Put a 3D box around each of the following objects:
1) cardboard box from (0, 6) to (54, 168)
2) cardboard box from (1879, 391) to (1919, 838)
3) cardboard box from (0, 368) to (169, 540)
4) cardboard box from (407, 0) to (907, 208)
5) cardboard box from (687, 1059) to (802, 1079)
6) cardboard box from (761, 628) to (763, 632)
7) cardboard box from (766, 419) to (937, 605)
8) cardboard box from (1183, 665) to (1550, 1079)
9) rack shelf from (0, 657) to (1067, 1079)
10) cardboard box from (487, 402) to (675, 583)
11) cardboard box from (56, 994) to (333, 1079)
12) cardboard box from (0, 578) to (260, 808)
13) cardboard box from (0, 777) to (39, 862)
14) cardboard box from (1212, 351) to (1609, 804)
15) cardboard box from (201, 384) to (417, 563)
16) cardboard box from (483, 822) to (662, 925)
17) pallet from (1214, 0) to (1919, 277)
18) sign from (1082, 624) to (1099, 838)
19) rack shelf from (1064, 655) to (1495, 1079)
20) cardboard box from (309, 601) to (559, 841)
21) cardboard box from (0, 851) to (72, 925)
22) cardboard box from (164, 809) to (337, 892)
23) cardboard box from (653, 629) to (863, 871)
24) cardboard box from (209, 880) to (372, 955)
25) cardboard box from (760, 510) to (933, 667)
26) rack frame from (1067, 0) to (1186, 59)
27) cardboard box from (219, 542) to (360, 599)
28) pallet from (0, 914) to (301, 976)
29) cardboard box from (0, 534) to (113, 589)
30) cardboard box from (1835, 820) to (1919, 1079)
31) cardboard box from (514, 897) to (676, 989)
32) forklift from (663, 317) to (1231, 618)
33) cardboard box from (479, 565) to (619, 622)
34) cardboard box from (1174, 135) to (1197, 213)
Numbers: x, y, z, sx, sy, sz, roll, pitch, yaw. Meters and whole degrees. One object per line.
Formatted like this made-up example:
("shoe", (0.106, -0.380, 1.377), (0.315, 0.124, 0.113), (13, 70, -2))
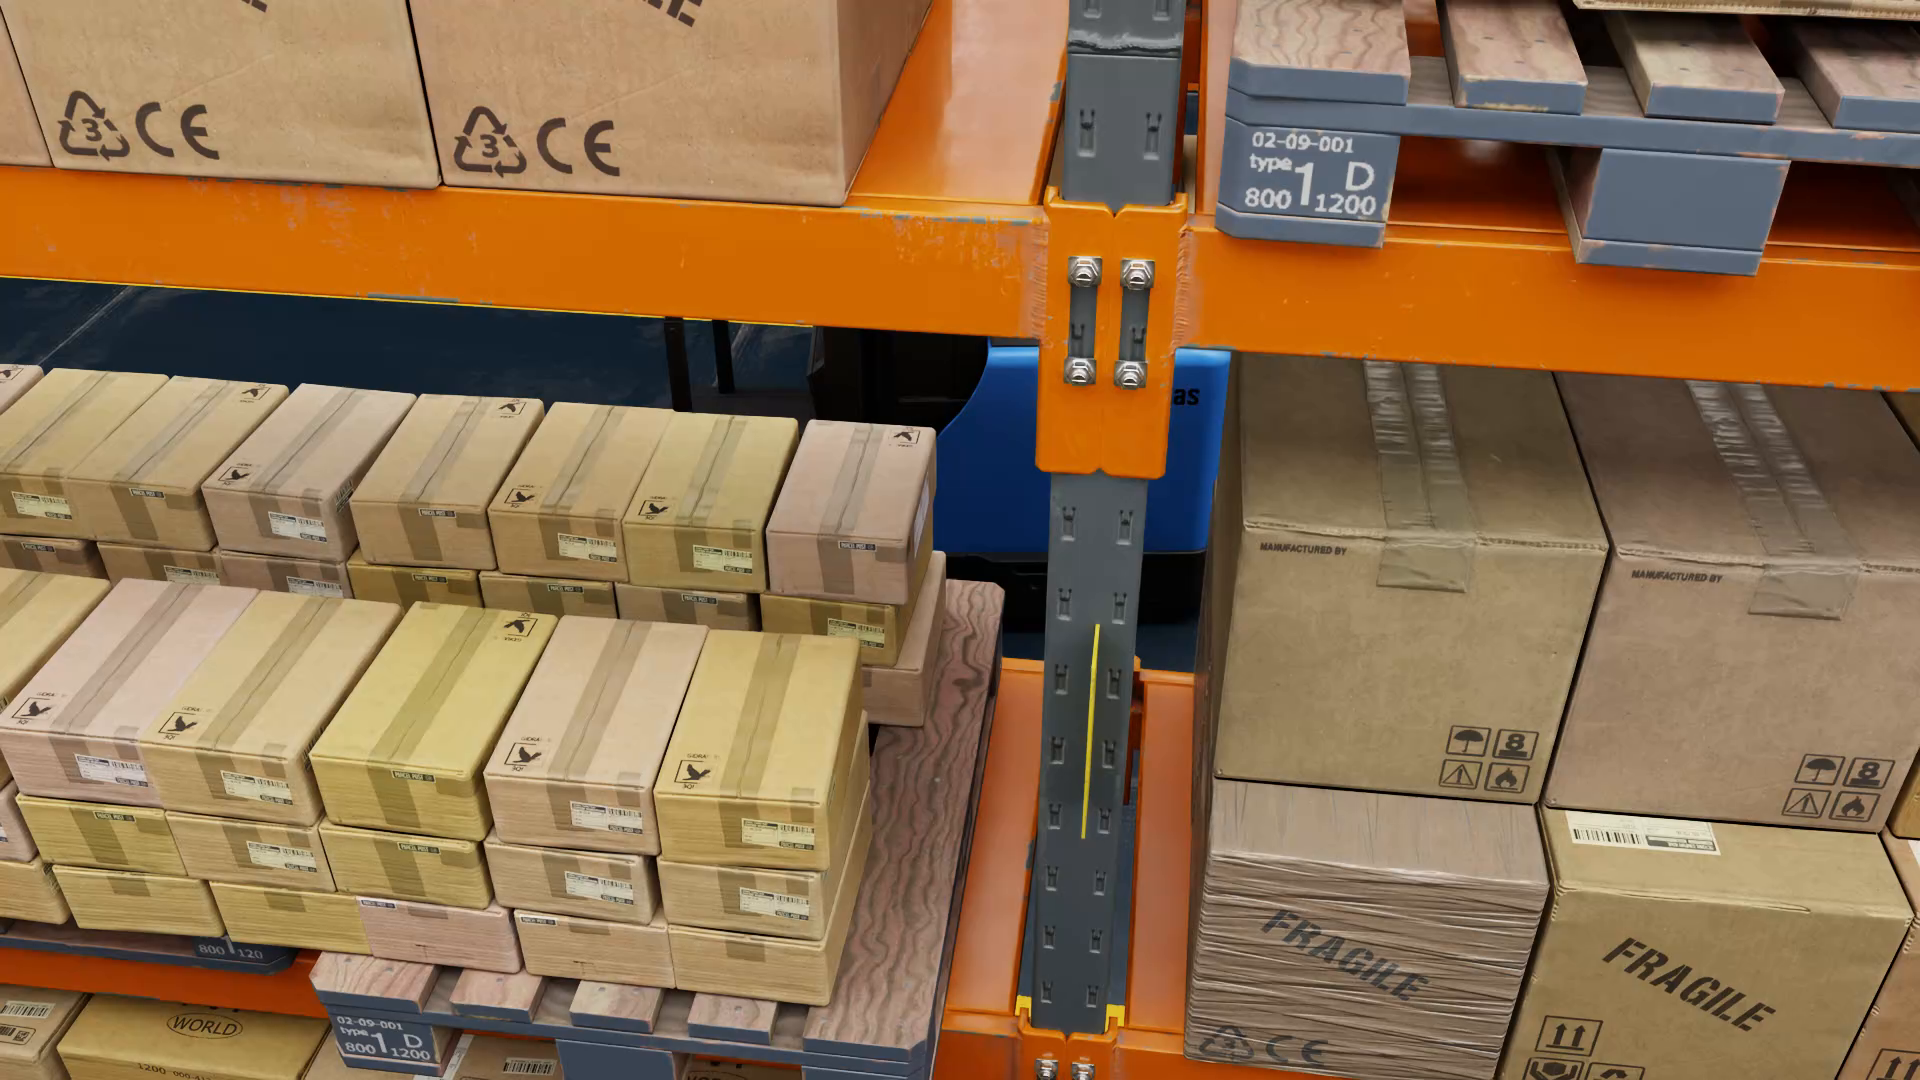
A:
("cardboard box", (-1.347, -0.827, 2.159), (0.500, 0.500, 0.500), (4, 36, 6))
("cardboard box", (1.699, 0.064, 2.632), (0.500, 0.500, 0.700), (4, 36, 5))
("cardboard box", (-1.740, -0.174, 3.255), (0.250, 0.149, 0.380), (4, 36, 5))
("cardboard box", (-0.354, -0.758, 2.062), (0.500, 0.500, 0.500), (4, 36, 6))
("cardboard box", (-0.467, 1.041, 3.354), (0.500, 0.250, 0.500), (3, 36, 5))
("cardboard box", (-0.440, 0.161, 3.297), (0.250, 0.149, 0.380), (6, 36, 8))
("cardboard box", (-0.194, -0.058, 3.092), (0.250, 0.149, 0.380), (4, 36, 6))
("cardboard box", (0.655, 0.547, 2.815), (0.500, 0.500, 0.500), (5, 36, 6))
("rack shelf", (-1.739, 0.544, 3.525), (4.000, 0.370, 1.077), (4, 36, 6))
("cardboard box", (-0.699, -0.097, 3.146), (0.250, 0.149, 0.380), (4, 36, 6))
("cardboard box", (-1.472, 0.963, 3.463), (0.500, 0.250, 0.500), (5, 36, 7))
("cardboard box", (-1.312, 0.238, 2.677), (0.250, 0.149, 0.380), (4, 36, 6))
("cardboard box", (-1.583, 0.341, 2.789), (0.250, 0.149, 0.380), (5, 36, 7))
("cardboard box", (0.689, -0.010, 2.734), (0.500, 0.500, 0.700), (4, 36, 6))
("cardboard box", (-1.230, -0.135, 3.200), (0.250, 0.149, 0.380), (6, 36, 8))
("cardboard box", (-0.568, 0.416, 2.683), (0.250, 0.149, 0.380), (6, 36, 8))
("pallet", (0.890, -0.728, 2.268), (1.003, 0.211, 1.213), (6, 36, 8))
("sign", (0.185, 0.273, 2.356), (0.005, 0.325, 0.100), (4, 36, 6))
("rack shelf", (2.228, 0.840, 3.110), (4.000, 0.370, 1.077), (4, 36, 6))
("cardboard box", (-0.809, 0.277, 2.622), (0.250, 0.149, 0.380), (5, 36, 7))
("cardboard box", (-1.575, 0.461, 2.877), (0.250, 0.149, 0.380), (5, 36, 7))
("cardboard box", (-1.078, 0.380, 2.735), (0.250, 0.149, 0.380), (4, 36, 6))
("cardboard box", (-0.300, 0.316, 2.567), (0.250, 0.149, 0.380), (3, 36, 4))
("cardboard box", (-1.051, 0.500, 2.822), (0.250, 0.149, 0.380), (4, 36, 5))
("cardboard box", (-0.209, 0.058, 3.185), (0.250, 0.149, 0.380), (6, 36, 8))
("rack frame", (0.245, -2.043, 1.366), (0.127, 3.000, 1.000), (4, 36, 6))
("cardboard box", (-1.241, -0.016, 3.289), (0.250, 0.149, 0.380), (4, 36, 6))
("pallet", (-1.724, 0.354, 3.336), (1.213, 0.211, 1.003), (4, 36, 6))
("cardboard box", (-1.755, -0.054, 3.343), (0.250, 0.149, 0.380), (6, 36, 8))
("cardboard box", (1.660, 0.621, 2.712), (0.500, 0.500, 0.500), (4, 36, 6))
("cardboard box", (-0.549, 0.539, 2.767), (0.250, 0.149, 0.380), (4, 36, 6))
("forklift", (-0.630, -1.188, 5.392), (3.031, 2.935, 1.130), (0, 36, -1))
("cardboard box", (-0.744, 0.021, 3.237), (0.250, 0.149, 0.380), (3, 36, 4))
("cardboard box", (1.334, -1.514, 7.690), (0.625, 0.372, 0.950), (2, 36, 3))
